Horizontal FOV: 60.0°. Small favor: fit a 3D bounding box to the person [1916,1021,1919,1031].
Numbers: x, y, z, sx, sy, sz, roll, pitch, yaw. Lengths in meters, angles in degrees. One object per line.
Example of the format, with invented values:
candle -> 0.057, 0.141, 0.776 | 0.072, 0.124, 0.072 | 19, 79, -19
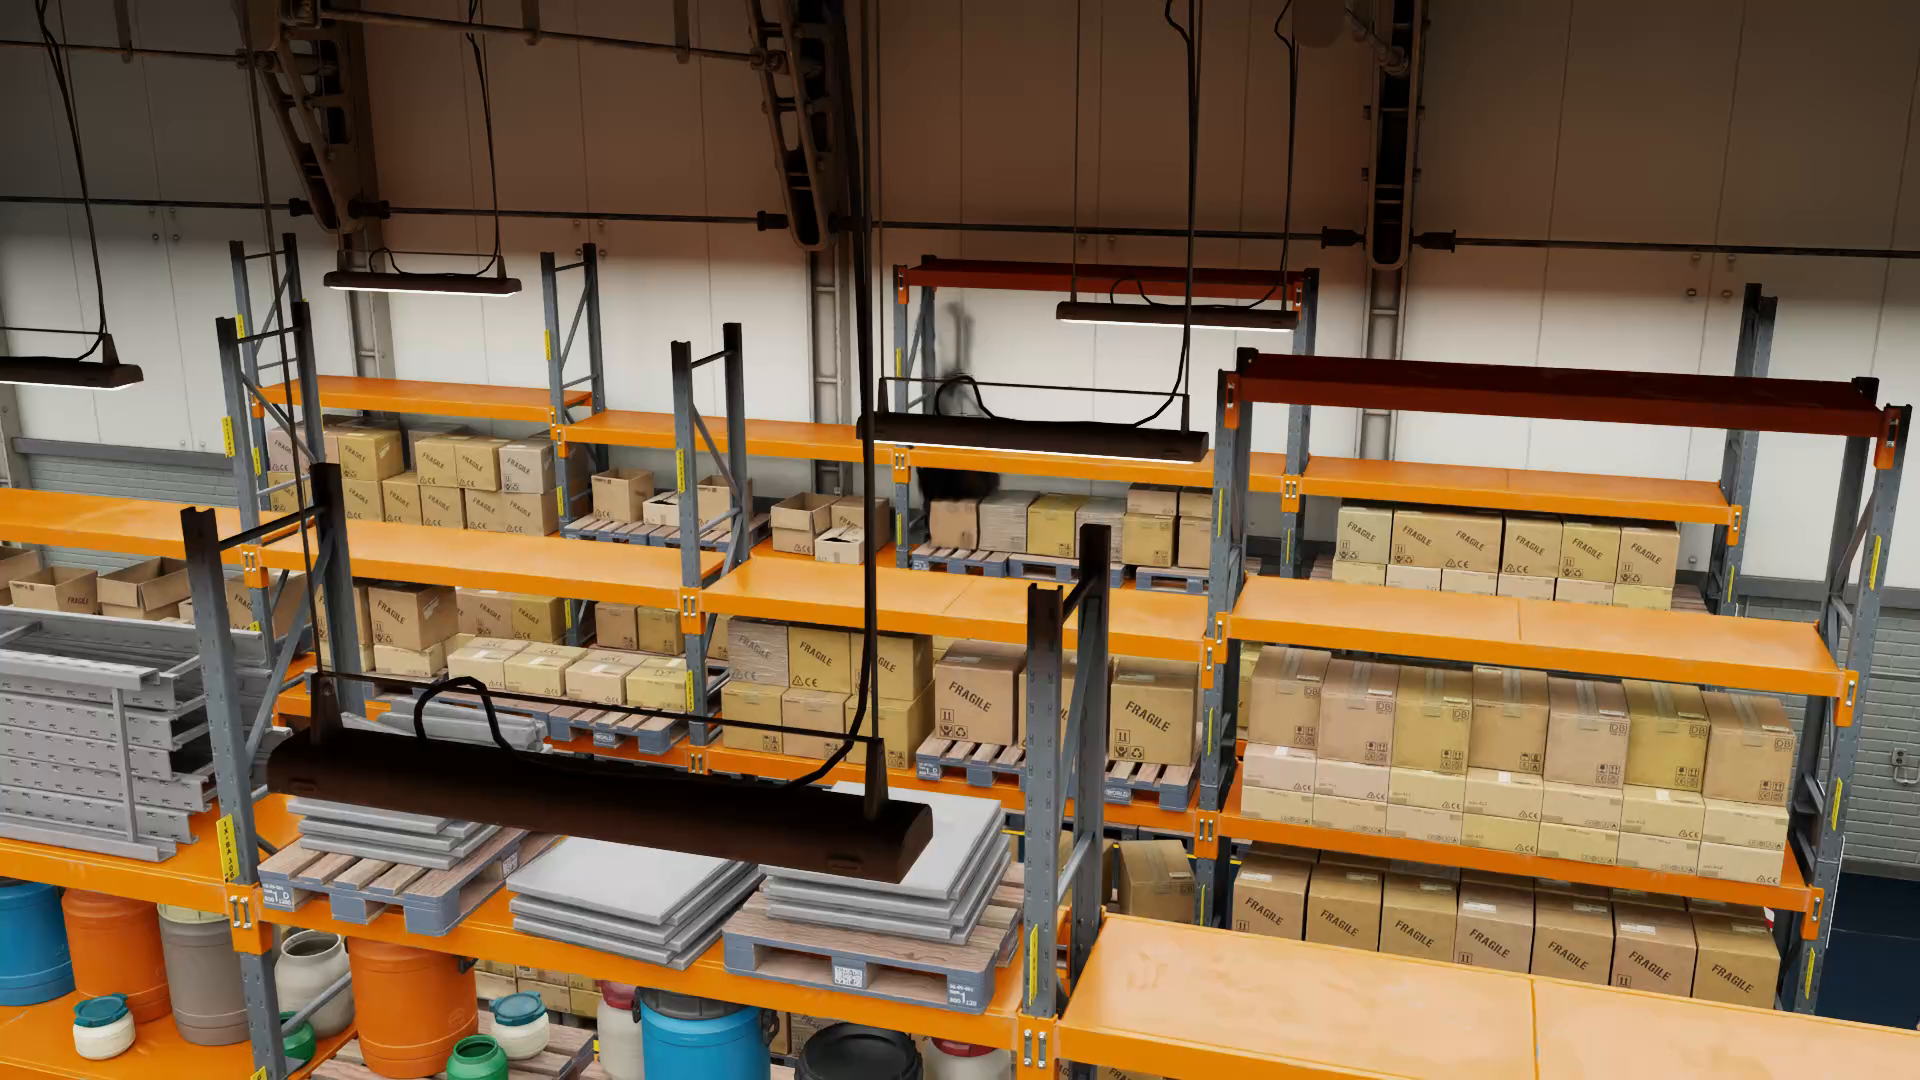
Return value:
person -> 7.289, 3.879, 12.057 | 0.983, 1.812, 0.673 | -15, 22, -42
